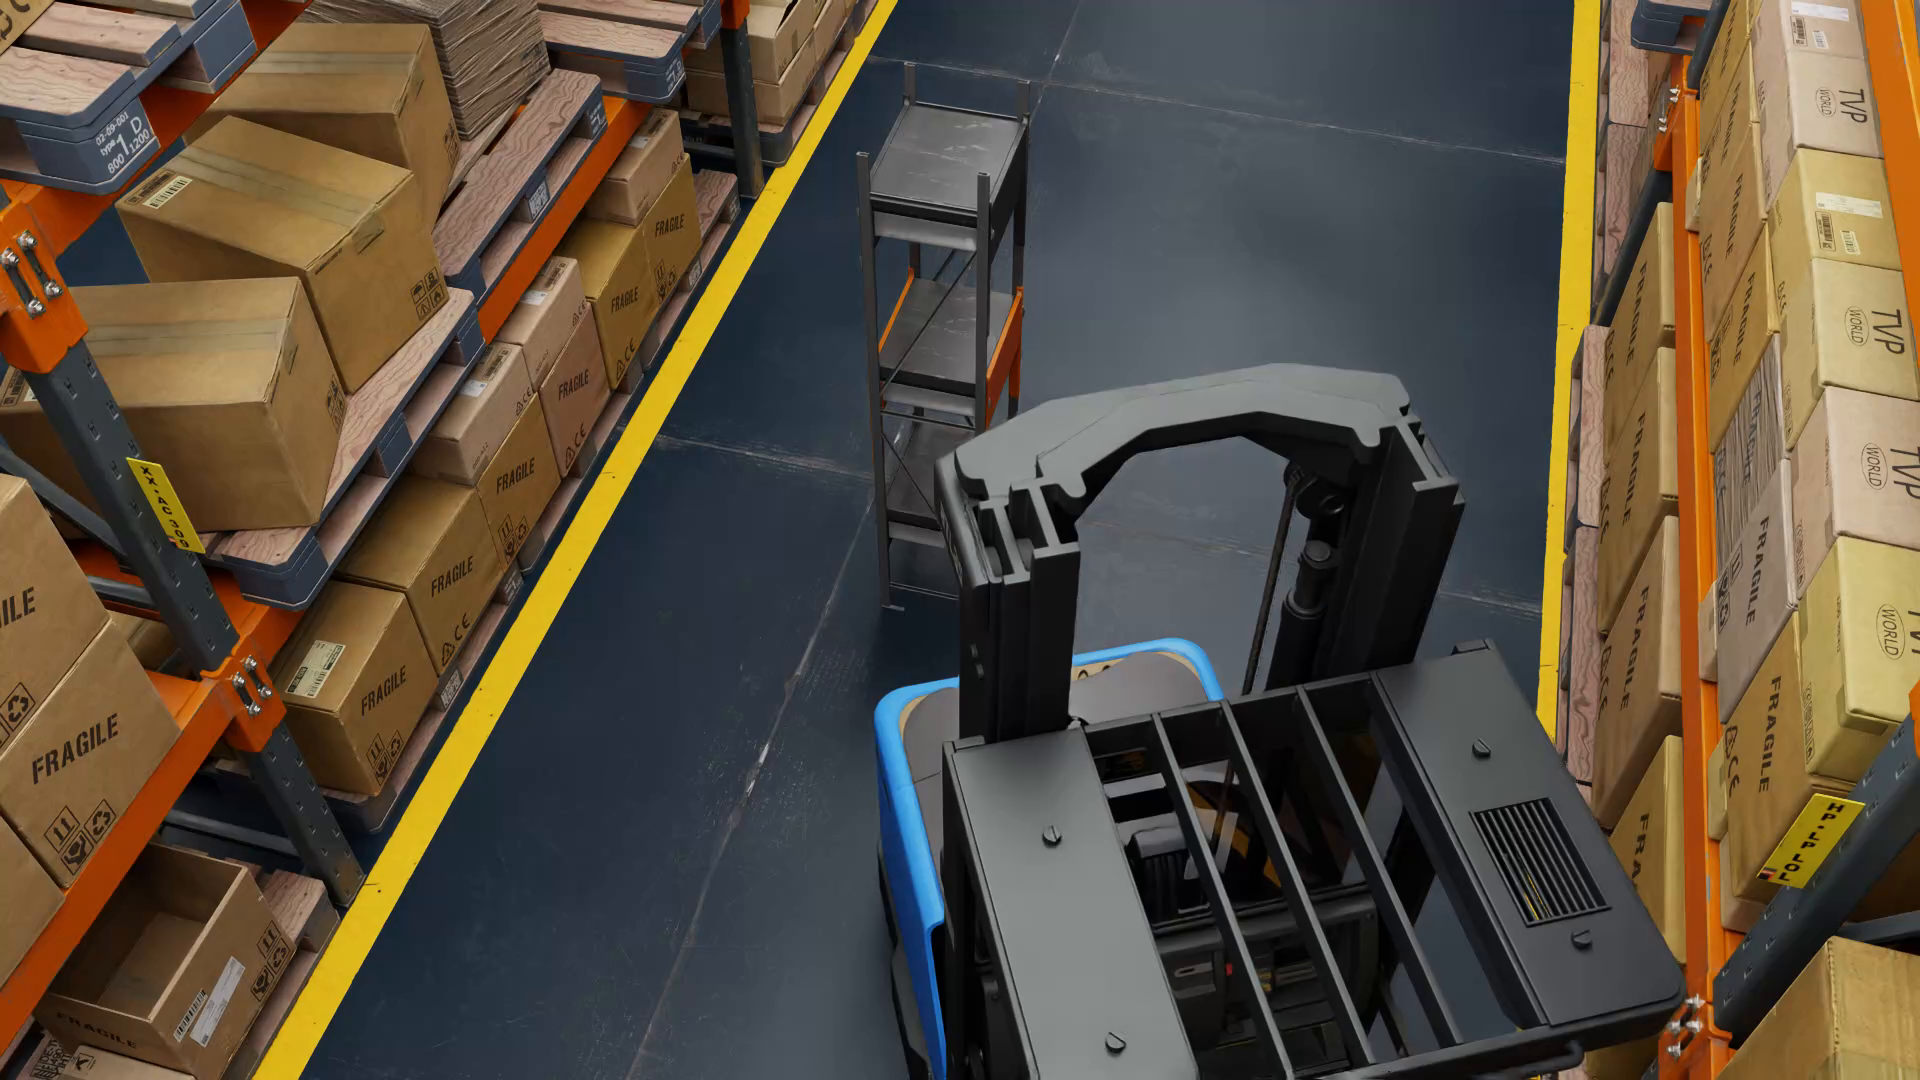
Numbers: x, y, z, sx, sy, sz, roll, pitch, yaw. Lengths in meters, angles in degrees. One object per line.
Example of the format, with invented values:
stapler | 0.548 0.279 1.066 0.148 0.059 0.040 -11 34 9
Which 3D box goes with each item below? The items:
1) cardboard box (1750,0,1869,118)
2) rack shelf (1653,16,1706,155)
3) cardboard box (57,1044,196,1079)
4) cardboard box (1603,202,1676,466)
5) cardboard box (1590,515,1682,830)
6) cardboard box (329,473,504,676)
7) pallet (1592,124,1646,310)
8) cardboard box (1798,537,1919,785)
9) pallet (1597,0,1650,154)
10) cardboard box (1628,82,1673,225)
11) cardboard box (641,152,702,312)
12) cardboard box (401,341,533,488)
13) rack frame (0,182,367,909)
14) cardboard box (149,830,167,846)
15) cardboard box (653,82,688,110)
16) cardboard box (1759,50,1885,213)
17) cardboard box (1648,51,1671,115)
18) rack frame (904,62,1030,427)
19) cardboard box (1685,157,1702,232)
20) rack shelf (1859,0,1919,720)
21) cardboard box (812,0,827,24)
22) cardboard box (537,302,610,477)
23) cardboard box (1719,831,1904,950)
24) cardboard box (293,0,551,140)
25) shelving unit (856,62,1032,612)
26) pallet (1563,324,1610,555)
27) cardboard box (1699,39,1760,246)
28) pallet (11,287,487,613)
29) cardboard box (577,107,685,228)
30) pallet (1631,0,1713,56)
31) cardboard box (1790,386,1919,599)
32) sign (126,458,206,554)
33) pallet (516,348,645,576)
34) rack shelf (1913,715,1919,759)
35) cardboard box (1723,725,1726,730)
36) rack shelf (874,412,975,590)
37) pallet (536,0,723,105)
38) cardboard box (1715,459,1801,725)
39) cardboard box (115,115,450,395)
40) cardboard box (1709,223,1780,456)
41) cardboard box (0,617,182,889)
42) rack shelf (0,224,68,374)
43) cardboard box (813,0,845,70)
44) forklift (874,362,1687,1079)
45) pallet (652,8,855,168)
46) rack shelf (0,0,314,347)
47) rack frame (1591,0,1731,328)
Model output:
cardboard box | 2.810 -1.537 5.246 0.500 0.250 0.500 11 49 10
rack shelf | 3.845 -3.025 7.818 1.077 0.370 4.000 12 50 10
cardboard box | -2.431 1.651 4.819 0.380 0.149 0.250 12 50 10
cardboard box | 2.998 -0.738 6.474 0.750 0.750 0.750 11 49 10
cardboard box | 2.543 0.510 5.372 0.750 0.750 0.750 13 50 11
cardboard box | -2.022 0.093 5.959 0.500 0.500 0.500 12 50 11
pallet | 3.526 -1.459 7.816 1.003 0.211 1.213 12 50 10
cardboard box | 2.142 0.302 3.623 0.500 0.250 0.500 13 50 11
pallet | 3.849 -2.339 8.592 1.003 0.211 1.213 12 50 10
cardboard box | 3.458 -1.666 7.513 0.700 0.500 0.500 12 50 11
cardboard box | -1.481 -1.387 7.266 0.500 0.500 0.500 13 50 12
cardboard box | -1.889 -0.490 5.974 0.500 0.250 0.500 12 50 10
rack frame | -2.514 0.102 4.578 1.000 3.000 0.127 12 50 10
cardboard box | -2.833 1.107 5.191 0.500 0.311 0.500 12 50 10
cardboard box | -1.558 -2.449 8.384 0.500 0.250 0.500 13 50 11
cardboard box | 2.682 -1.174 4.926 0.500 0.250 0.500 12 50 10
cardboard box | 3.809 -2.381 8.143 0.700 0.500 0.500 11 50 10
rack frame | 0.021 -0.752 5.932 0.400 2.100 0.015 12 50 10
cardboard box | 2.782 -1.192 5.874 0.380 0.149 0.250 13 50 11
rack shelf | 2.792 -1.125 4.140 1.077 0.370 4.000 12 50 10
cardboard box | -0.910 -2.909 8.415 0.500 0.311 0.500 10 49 9
cardboard box | -1.750 -0.632 6.600 0.500 0.500 0.500 10 49 9
cardboard box | 2.082 0.853 4.070 0.380 0.149 0.250 12 50 10
cardboard box | -1.943 -1.862 5.965 0.700 0.500 0.500 20 52 17
shelving unit | -0.044 -0.575 5.776 0.431 2.100 0.503 12 50 10
pallet | 3.038 -0.339 6.827 1.003 0.211 1.213 12 50 10
cardboard box | 2.797 -1.277 5.517 0.500 0.500 0.500 13 50 11
pallet | -2.199 -0.391 5.142 1.003 0.211 1.213 12 50 10
cardboard box | -1.492 -1.594 6.948 0.500 0.250 0.500 13 50 11
pallet | 3.403 -2.290 6.817 1.213 0.211 1.003 12 50 10
cardboard box | 2.286 -0.066 3.948 0.500 0.250 0.500 13 50 11
sign | -1.989 -0.083 4.164 0.100 0.325 0.005 12 50 10
pallet | -2.017 -0.457 6.931 1.003 0.211 1.213 12 50 10
rack shelf | 1.739 1.769 1.586 1.077 0.370 4.000 12 50 10
cardboard box | 2.237 0.487 4.393 0.380 0.149 0.250 13 50 11
rack shelf | -0.044 -0.103 6.311 0.431 0.518 0.480 12 50 10
pallet | -1.572 -2.224 6.759 1.213 0.211 1.003 12 50 10
cardboard box | 2.269 0.184 4.228 0.500 0.500 0.500 12 50 10
cardboard box | -2.054 -0.879 5.097 0.700 0.500 0.500 19 51 16
cardboard box | 2.536 -0.540 4.866 0.500 0.500 0.500 13 50 11
cardboard box | -2.398 0.481 4.177 0.500 0.500 0.500 12 50 11
rack shelf | -3.041 0.794 2.447 1.077 0.370 4.000 12 50 10
cardboard box | -0.909 -2.705 8.610 0.500 0.250 0.500 10 49 9
forklift | 0.564 1.180 3.673 1.130 2.935 3.031 -10 49 -9
pallet | -1.207 -2.457 8.696 1.003 0.211 1.213 12 50 10
rack shelf | -1.988 -2.099 5.000 1.077 0.370 4.000 12 50 10
rack frame | 3.319 -1.817 6.272 1.000 3.000 0.127 12 50 10
